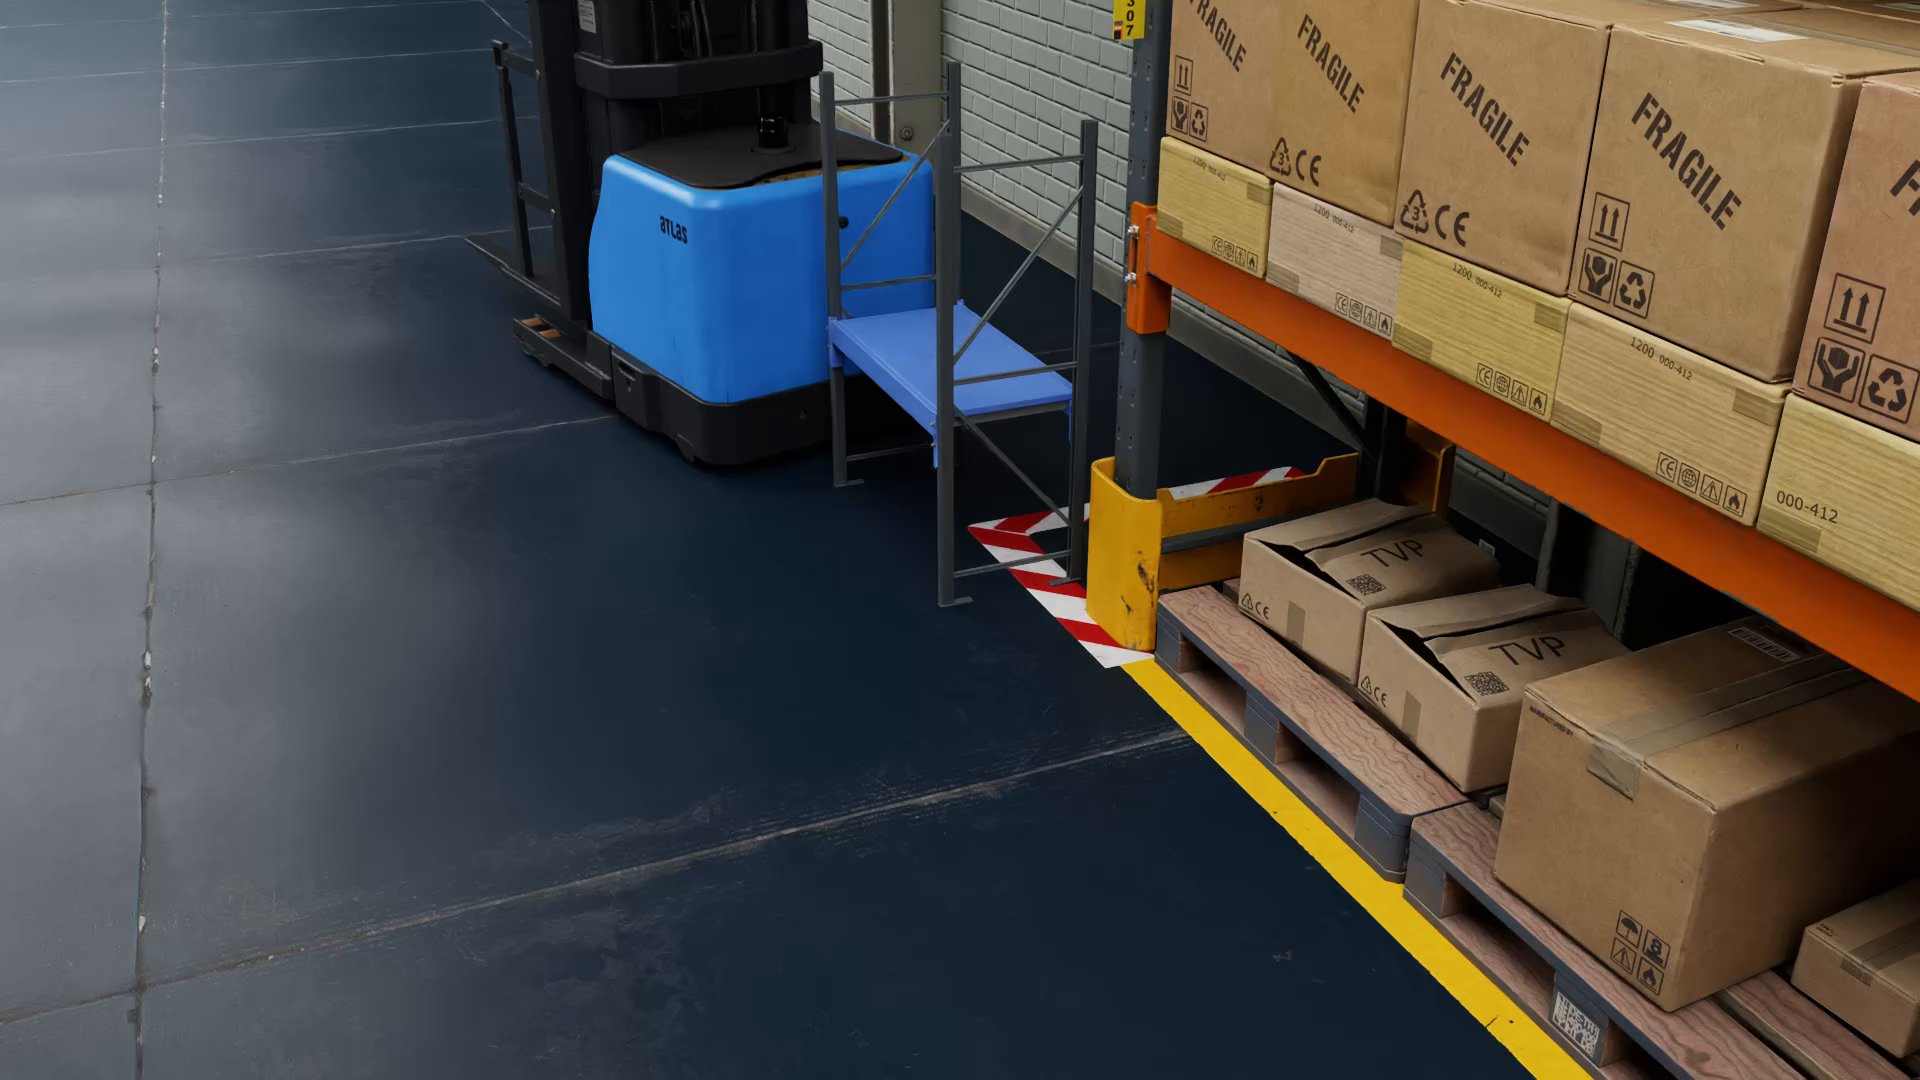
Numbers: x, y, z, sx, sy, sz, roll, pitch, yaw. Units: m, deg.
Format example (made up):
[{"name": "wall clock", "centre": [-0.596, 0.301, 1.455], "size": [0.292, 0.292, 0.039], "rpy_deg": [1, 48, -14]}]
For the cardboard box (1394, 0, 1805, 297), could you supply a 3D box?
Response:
[{"name": "cardboard box", "centre": [1.247, -0.824, 3.312], "size": [0.500, 0.500, 0.500], "rpy_deg": [-12, 28, -22]}]

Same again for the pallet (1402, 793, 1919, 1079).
[{"name": "pallet", "centre": [1.745, 0.909, 3.648], "size": [1.003, 0.211, 1.213], "rpy_deg": [-11, 28, -21]}]

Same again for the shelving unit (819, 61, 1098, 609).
[{"name": "shelving unit", "centre": [-0.033, -0.708, 5.492], "size": [0.538, 1.500, 1.048], "rpy_deg": [-11, 28, -21]}]

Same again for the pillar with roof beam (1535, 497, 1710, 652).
[{"name": "pillar with roof beam", "centre": [-1.935, -3.023, 1.684], "size": [9.100, 9.000, 0.400], "rpy_deg": [-11, 28, -21]}]

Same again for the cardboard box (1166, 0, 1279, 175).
[{"name": "cardboard box", "centre": [0.866, -1.235, 4.153], "size": [0.500, 0.500, 0.500], "rpy_deg": [-11, 28, -21]}]

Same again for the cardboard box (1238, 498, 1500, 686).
[{"name": "cardboard box", "centre": [1.144, 0.105, 4.680], "size": [0.500, 0.311, 0.500], "rpy_deg": [-14, 29, -26]}]

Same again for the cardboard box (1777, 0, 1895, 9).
[{"name": "cardboard box", "centre": [1.731, -0.912, 3.493], "size": [0.500, 0.500, 0.500], "rpy_deg": [-11, 28, -22]}]

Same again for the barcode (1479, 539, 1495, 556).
[{"name": "barcode", "centre": [1.519, 0.039, 4.803], "size": [0.001, 0.075, 0.075], "rpy_deg": [-11, 28, -21]}]

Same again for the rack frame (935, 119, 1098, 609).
[{"name": "rack frame", "centre": [0.166, -0.503, 5.071], "size": [0.500, 1.500, 0.032], "rpy_deg": [-11, 28, -21]}]

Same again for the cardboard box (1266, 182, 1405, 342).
[{"name": "cardboard box", "centre": [1.071, -0.683, 3.879], "size": [0.500, 0.250, 0.500], "rpy_deg": [-11, 28, -22]}]

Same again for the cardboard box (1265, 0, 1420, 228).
[{"name": "cardboard box", "centre": [1.051, -1.033, 3.741], "size": [0.500, 0.500, 0.500], "rpy_deg": [-10, 28, -20]}]

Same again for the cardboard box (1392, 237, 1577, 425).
[{"name": "cardboard box", "centre": [1.265, -0.477, 3.456], "size": [0.500, 0.250, 0.500], "rpy_deg": [-11, 28, -21]}]

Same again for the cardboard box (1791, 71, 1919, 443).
[{"name": "cardboard box", "centre": [1.665, -0.408, 2.459], "size": [0.500, 0.500, 0.500], "rpy_deg": [-11, 28, -22]}]

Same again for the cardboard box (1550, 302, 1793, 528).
[{"name": "cardboard box", "centre": [1.461, -0.272, 3.037], "size": [0.500, 0.250, 0.500], "rpy_deg": [-10, 28, -20]}]

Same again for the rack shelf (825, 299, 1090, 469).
[{"name": "rack shelf", "centre": [-0.033, -0.547, 5.570], "size": [0.538, 0.185, 1.000], "rpy_deg": [-11, 28, -21]}]

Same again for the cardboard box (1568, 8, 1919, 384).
[{"name": "cardboard box", "centre": [1.460, -0.617, 2.889], "size": [0.500, 0.500, 0.500], "rpy_deg": [-10, 28, -19]}]

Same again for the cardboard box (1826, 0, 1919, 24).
[{"name": "cardboard box", "centre": [1.928, -0.709, 3.077], "size": [0.500, 0.500, 0.500], "rpy_deg": [-10, 28, -20]}]

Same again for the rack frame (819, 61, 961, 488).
[{"name": "rack frame", "centre": [-0.233, -0.914, 5.912], "size": [0.500, 1.500, 0.032], "rpy_deg": [-11, 28, -21]}]

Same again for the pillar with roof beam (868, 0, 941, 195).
[{"name": "pillar with roof beam", "centre": [-4.285, -5.445, 6.645], "size": [9.100, 9.000, 0.400], "rpy_deg": [-11, 28, -21]}]

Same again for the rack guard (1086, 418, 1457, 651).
[{"name": "rack guard", "centre": [0.986, -0.047, 5.276], "size": [1.175, 0.500, 0.348], "rpy_deg": [-11, 28, -21]}]

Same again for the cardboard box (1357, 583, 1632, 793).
[{"name": "cardboard box", "centre": [1.367, 0.335, 4.208], "size": [0.500, 0.311, 0.500], "rpy_deg": [-8, 27, -16]}]

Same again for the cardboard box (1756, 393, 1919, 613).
[{"name": "cardboard box", "centre": [1.659, -0.069, 2.621], "size": [0.500, 0.250, 0.500], "rpy_deg": [-11, 28, -21]}]

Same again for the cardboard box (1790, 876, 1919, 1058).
[{"name": "cardboard box", "centre": [1.914, 0.849, 3.341], "size": [0.380, 0.149, 0.250], "rpy_deg": [-13, 29, -25]}]

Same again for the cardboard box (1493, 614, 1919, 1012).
[{"name": "cardboard box", "centre": [1.609, 0.555, 3.543], "size": [0.700, 0.500, 0.500], "rpy_deg": [-12, 29, -24]}]

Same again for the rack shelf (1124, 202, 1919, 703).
[{"name": "rack shelf", "centre": [1.739, -0.070, 3.294], "size": [1.077, 0.370, 4.000], "rpy_deg": [-11, 28, -21]}]

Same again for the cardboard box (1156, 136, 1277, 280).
[{"name": "cardboard box", "centre": [0.855, -0.891, 4.303], "size": [0.500, 0.250, 0.500], "rpy_deg": [-11, 28, -22]}]

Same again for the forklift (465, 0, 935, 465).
[{"name": "forklift", "centre": [-1.344, -2.184, 6.883], "size": [1.130, 2.935, 3.031], "rpy_deg": [-17, 31, -31]}]

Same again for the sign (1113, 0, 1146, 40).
[{"name": "sign", "centre": [0.457, -1.496, 4.409], "size": [0.100, 0.325, 0.005], "rpy_deg": [-11, 28, -21]}]

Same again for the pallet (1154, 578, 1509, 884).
[{"name": "pallet", "centre": [1.271, 0.417, 4.655], "size": [1.003, 0.211, 1.213], "rpy_deg": [-11, 28, -21]}]

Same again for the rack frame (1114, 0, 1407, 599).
[{"name": "rack frame", "centre": [0.956, -1.200, 4.790], "size": [1.000, 3.000, 0.127], "rpy_deg": [-11, 28, -21]}]
